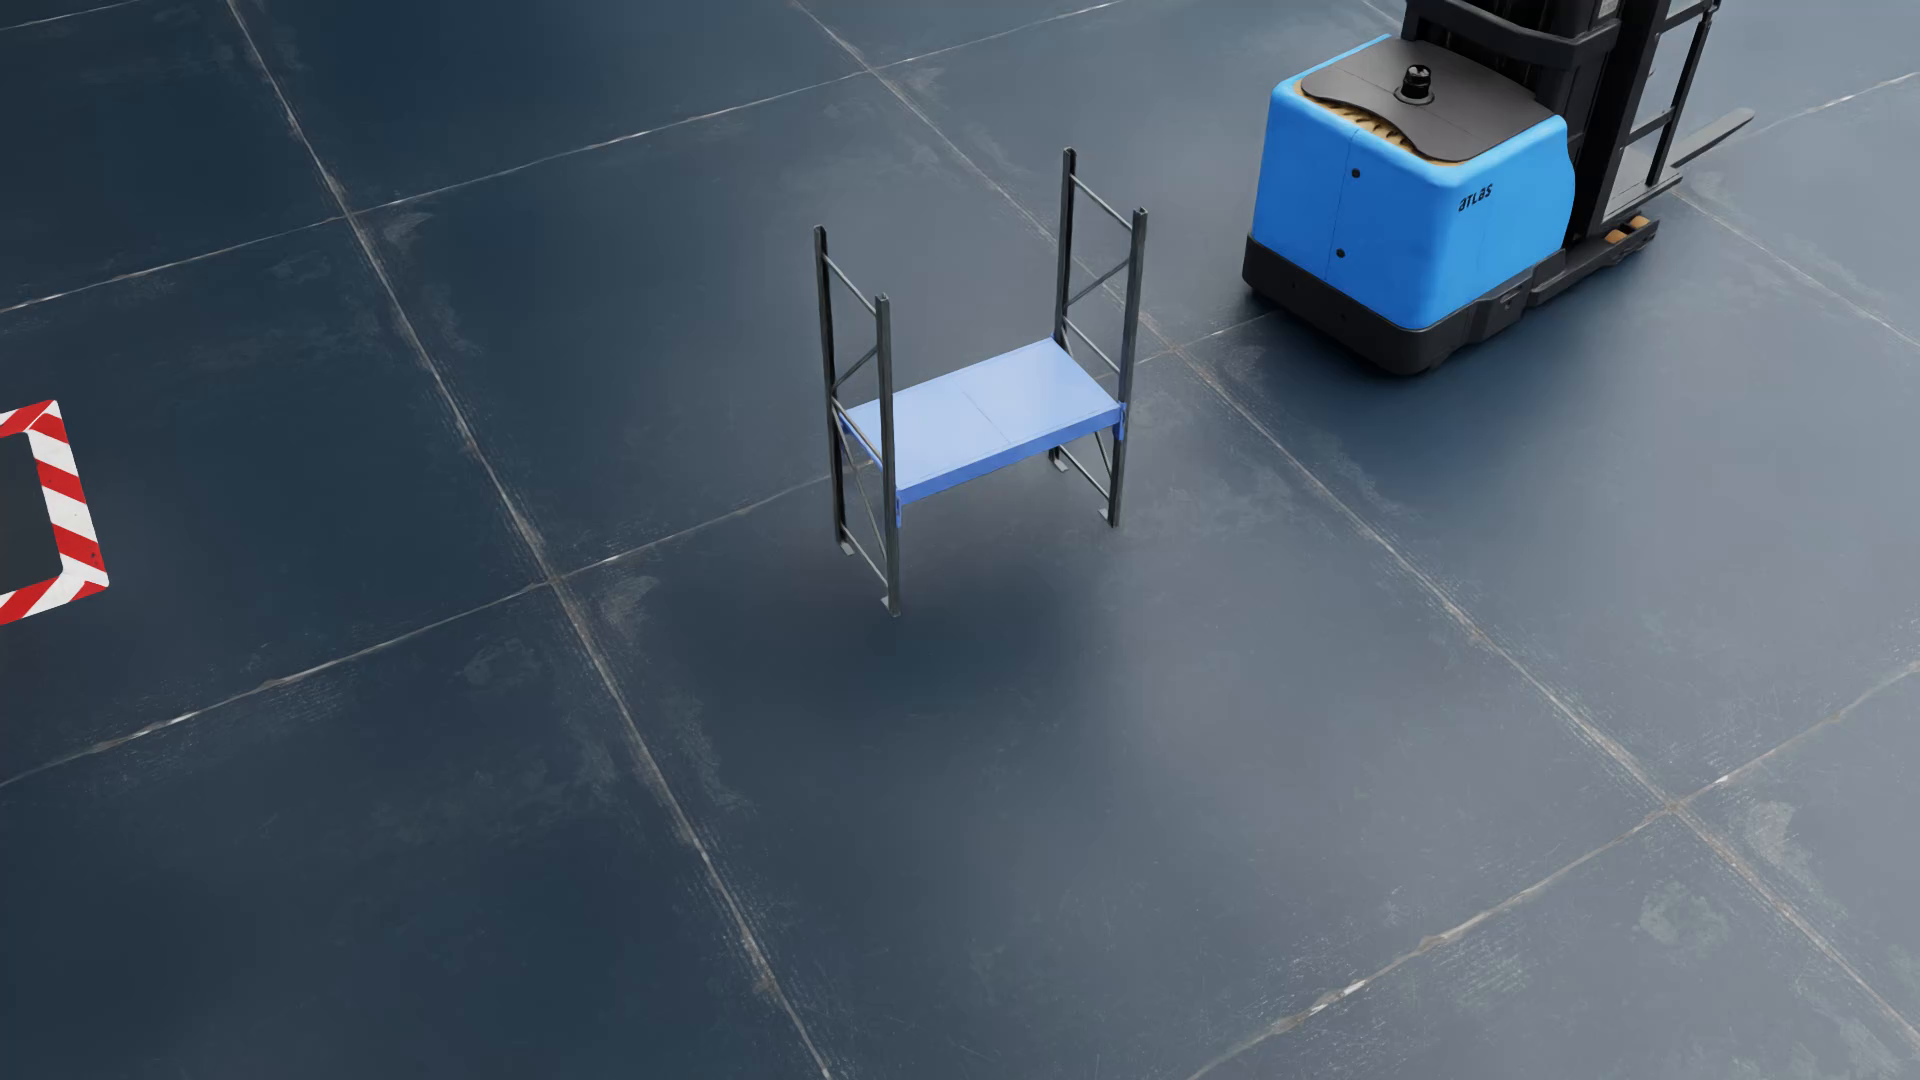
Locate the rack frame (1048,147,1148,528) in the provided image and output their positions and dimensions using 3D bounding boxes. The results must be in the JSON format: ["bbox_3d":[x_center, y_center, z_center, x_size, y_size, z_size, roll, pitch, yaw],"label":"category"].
[{"bbox_3d":[0.515,-0.744,6.440,0.032,1.500,0.500,-22,48,-21],"label":"rack frame"}]

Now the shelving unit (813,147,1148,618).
[{"bbox_3d":[0.074,-0.568,6.258,1.048,1.500,0.538,-22,48,-21],"label":"shelving unit"}]

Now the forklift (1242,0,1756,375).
[{"bbox_3d":[-7.873,-3.022,7.760,18.882,2.935,15.491,-30,51,-27],"label":"forklift"}]

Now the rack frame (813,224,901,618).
[{"bbox_3d":[-0.367,-0.391,6.076,0.032,1.500,0.500,-22,48,-21],"label":"rack frame"}]

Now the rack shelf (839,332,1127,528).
[{"bbox_3d":[0.074,-0.439,6.383,1.000,0.185,0.538,-22,48,-21],"label":"rack shelf"}]
